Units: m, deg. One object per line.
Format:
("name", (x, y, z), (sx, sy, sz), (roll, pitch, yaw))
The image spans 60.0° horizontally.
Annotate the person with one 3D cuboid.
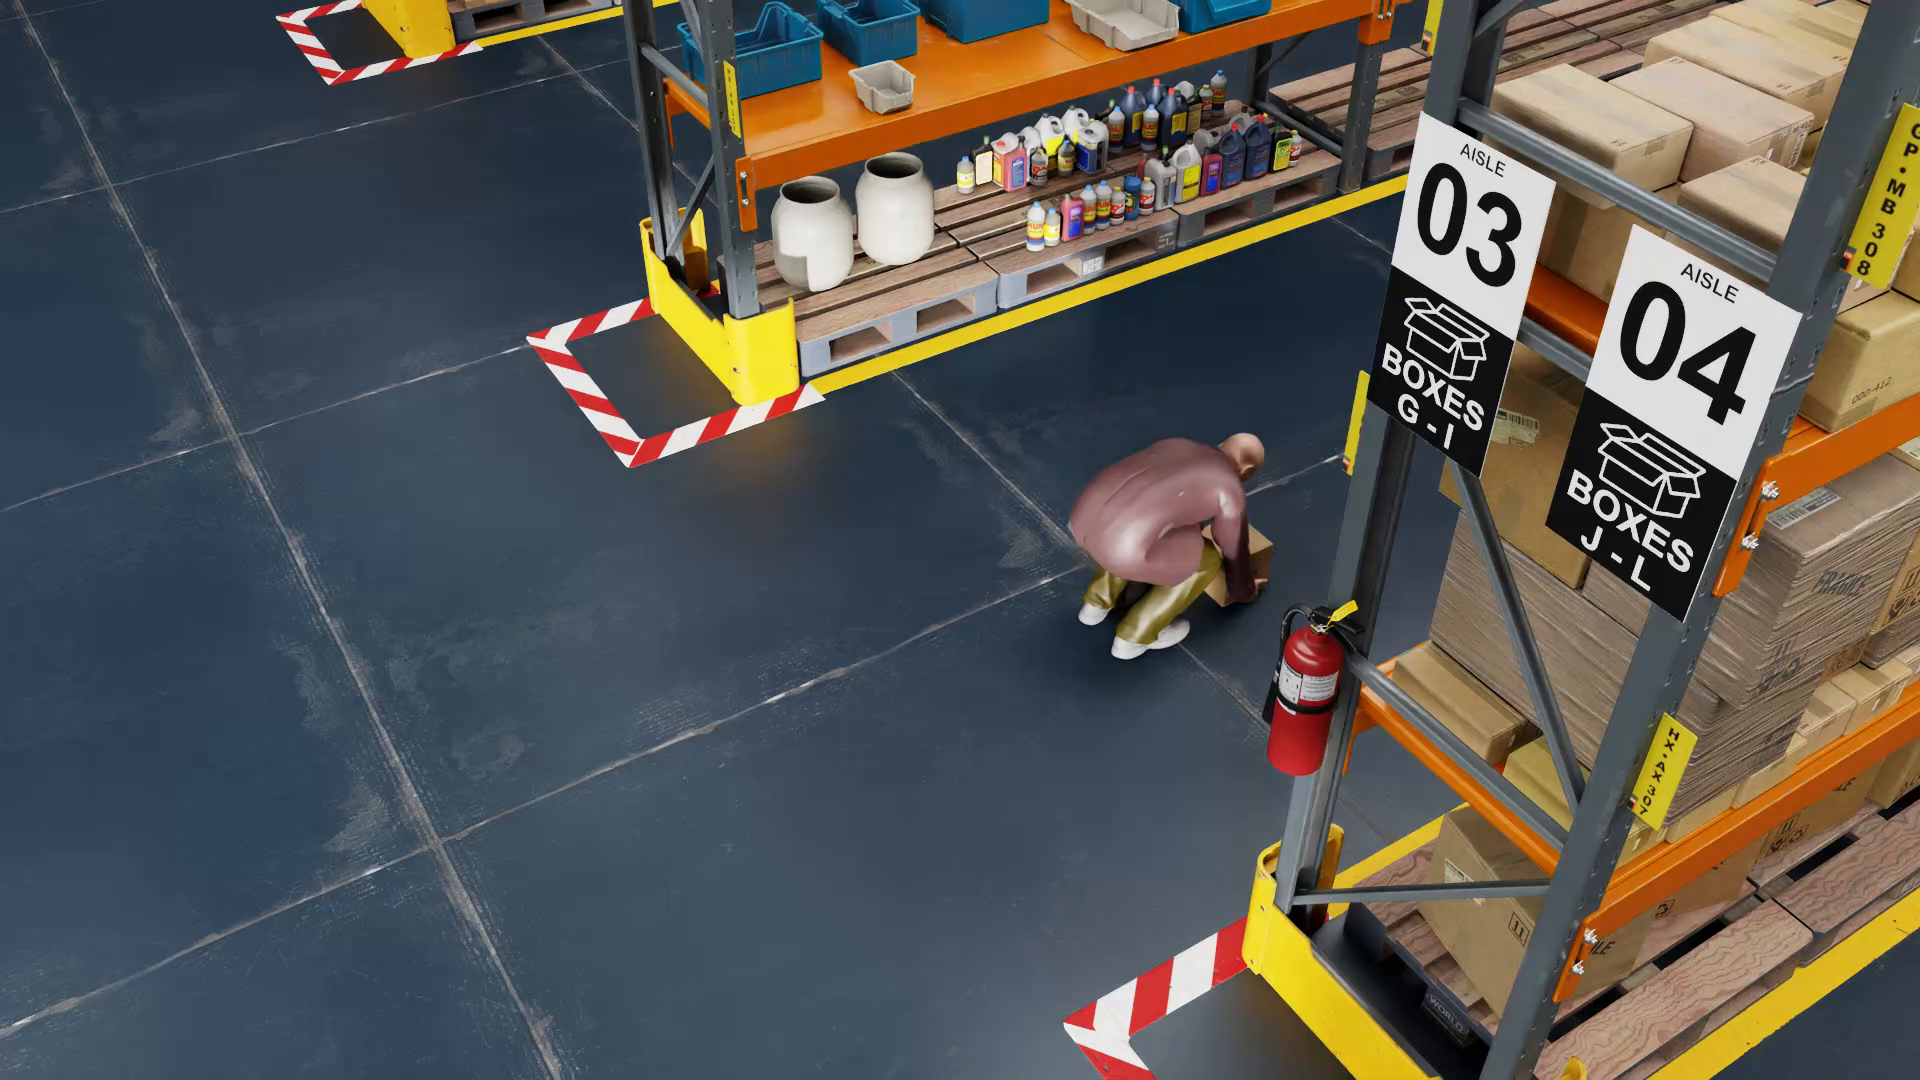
("person", (0.869, -0.013, 6.914), (0.955, 0.873, 0.589), (-24, 46, -25))
